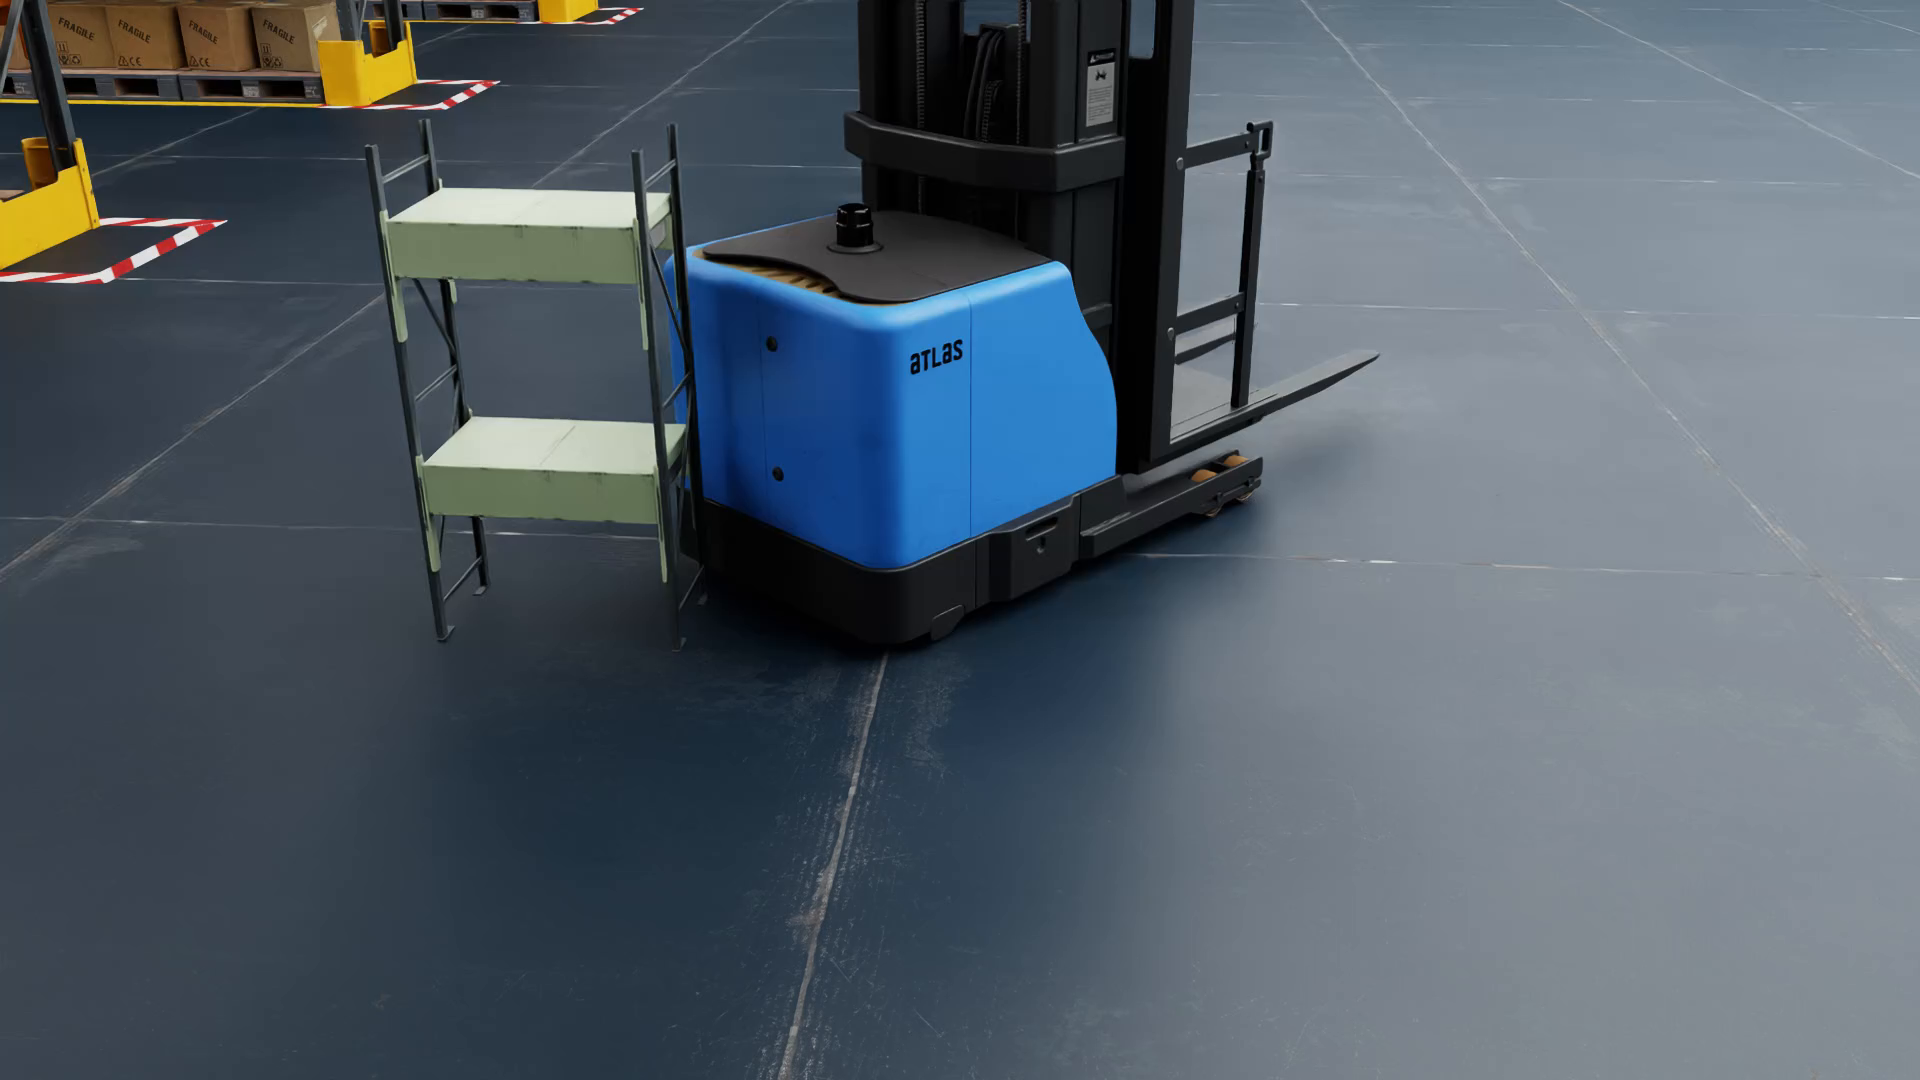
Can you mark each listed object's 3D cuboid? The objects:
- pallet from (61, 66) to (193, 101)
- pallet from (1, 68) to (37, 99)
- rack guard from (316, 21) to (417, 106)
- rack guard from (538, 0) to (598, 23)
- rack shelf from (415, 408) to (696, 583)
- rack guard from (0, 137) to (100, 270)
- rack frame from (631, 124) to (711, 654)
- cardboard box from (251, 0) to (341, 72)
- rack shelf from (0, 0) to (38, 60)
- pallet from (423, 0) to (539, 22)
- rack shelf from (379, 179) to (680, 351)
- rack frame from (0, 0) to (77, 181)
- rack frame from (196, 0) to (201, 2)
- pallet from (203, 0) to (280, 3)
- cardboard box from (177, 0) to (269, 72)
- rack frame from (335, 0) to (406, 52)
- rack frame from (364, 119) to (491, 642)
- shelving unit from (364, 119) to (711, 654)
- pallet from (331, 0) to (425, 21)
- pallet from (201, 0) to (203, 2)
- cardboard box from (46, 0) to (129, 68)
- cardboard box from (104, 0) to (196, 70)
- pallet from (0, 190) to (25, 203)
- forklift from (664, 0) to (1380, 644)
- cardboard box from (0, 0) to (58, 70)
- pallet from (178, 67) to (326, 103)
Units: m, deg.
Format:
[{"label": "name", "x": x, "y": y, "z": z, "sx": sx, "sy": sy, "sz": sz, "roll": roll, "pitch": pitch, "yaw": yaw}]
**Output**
[{"label": "pallet", "x": -6.892, "y": -3.885, "z": 13.940, "sx": 1.213, "sy": 0.211, "sz": 1.003, "roll": 2, "pitch": 25, "yaw": 4}, {"label": "pallet", "x": -8.112, "y": -3.923, "z": 14.023, "sx": 1.213, "sy": 0.211, "sz": 1.003, "roll": 2, "pitch": 25, "yaw": 4}, {"label": "rack guard", "x": -4.872, "y": -3.935, "z": 13.704, "sx": 0.348, "sy": 0.500, "sz": 1.175, "roll": 2, "pitch": 25, "yaw": 4}, {"label": "rack guard", "x": -4.291, "y": -5.996, "z": 18.183, "sx": 0.348, "sy": 0.500, "sz": 1.175, "roll": 2, "pitch": 25, "yaw": 4}, {"label": "rack shelf", "x": -1.200, "y": -0.142, "z": 5.045, "sx": 0.720, "sy": 0.370, "sz": 0.431, "roll": 2, "pitch": 25, "yaw": 5}, {"label": "rack guard", "x": -5.254, "y": -1.851, "z": 9.175, "sx": 0.348, "sy": 0.500, "sz": 1.175, "roll": 2, "pitch": 25, "yaw": 4}, {"label": "rack frame", "x": -0.836, "y": -0.423, "z": 4.875, "sx": 0.023, "sy": 1.500, "sz": 0.400, "roll": 2, "pitch": 25, "yaw": 5}, {"label": "cardboard box", "x": -5.417, "y": -4.151, "z": 13.670, "sx": 0.500, "sy": 0.500, "sz": 0.500, "roll": 6, "pitch": 25, "yaw": 14}, {"label": "rack shelf", "x": -7.169, "y": -2.741, "z": 8.980, "sx": 4.000, "sy": 0.370, "sz": 1.077, "roll": 2, "pitch": 25, "yaw": 4}, {"label": "pallet", "x": -5.119, "y": -5.859, "z": 18.230, "sx": 1.213, "sy": 0.211, "sz": 1.003, "roll": 2, "pitch": 25, "yaw": 4}, {"label": "rack shelf", "x": -1.200, "y": -0.793, "z": 4.746, "sx": 0.720, "sy": 0.370, "sz": 0.431, "roll": 2, "pitch": 25, "yaw": 5}, {"label": "rack frame", "x": -5.175, "y": -3.004, "z": 8.690, "sx": 0.127, "sy": 3.000, "sz": 1.000, "roll": 2, "pitch": 25, "yaw": 4}, {"label": "rack frame", "x": -8.304, "y": -7.260, "z": 17.940, "sx": 0.127, "sy": 3.000, "sz": 1.000, "roll": 2, "pitch": 25, "yaw": 4}, {"label": "pallet", "x": -7.551, "y": -5.937, "z": 18.399, "sx": 1.213, "sy": 0.211, "sz": 1.003, "roll": 2, "pitch": 25, "yaw": 4}, {"label": "cardboard box", "x": -6.016, "y": -4.155, "z": 13.680, "sx": 0.500, "sy": 0.500, "sz": 0.500, "roll": 8, "pitch": 26, "yaw": 18}, {"label": "rack frame", "x": -4.796, "y": -5.068, "z": 13.176, "sx": 0.127, "sy": 3.000, "sz": 1.000, "roll": 2, "pitch": 25, "yaw": 4}, {"label": "rack frame", "x": -1.564, "y": -0.454, "z": 4.943, "sx": 0.023, "sy": 1.500, "sz": 0.400, "roll": 2, "pitch": 25, "yaw": 5}, {"label": "shelving unit", "x": -1.200, "y": -0.439, "z": 4.909, "sx": 0.755, "sy": 1.500, "sz": 0.431, "roll": 2, "pitch": 25, "yaw": 5}, {"label": "pallet", "x": -6.332, "y": -5.899, "z": 18.317, "sx": 1.213, "sy": 0.211, "sz": 1.003, "roll": 2, "pitch": 25, "yaw": 4}, {"label": "pallet", "x": -9.079, "y": -5.987, "z": 18.509, "sx": 1.213, "sy": 0.211, "sz": 1.003, "roll": 2, "pitch": 25, "yaw": 4}, {"label": "cardboard box", "x": -7.192, "y": -4.220, "z": 13.820, "sx": 0.500, "sy": 0.500, "sz": 0.500, "roll": 0, "pitch": 25, "yaw": -1}, {"label": "cardboard box", "x": -6.638, "y": -4.183, "z": 13.741, "sx": 0.500, "sy": 0.500, "sz": 0.500, "roll": 4, "pitch": 25, "yaw": 9}, {"label": "pallet", "x": -6.064, "y": -1.748, "z": 9.297, "sx": 1.213, "sy": 0.211, "sz": 1.003, "roll": 2, "pitch": 25, "yaw": 4}, {"label": "forklift", "x": 0.456, "y": -1.547, "z": 5.605, "sx": 1.130, "sy": 2.935, "sz": 3.031, "roll": 22, "pitch": 33, "yaw": 39}, {"label": "cardboard box", "x": -7.817, "y": -4.207, "z": 13.792, "sx": 0.500, "sy": 0.500, "sz": 0.500, "roll": 10, "pitch": 27, "yaw": 21}, {"label": "pallet", "x": -5.679, "y": -3.845, "z": 13.853, "sx": 1.213, "sy": 0.211, "sz": 1.003, "roll": 2, "pitch": 25, "yaw": 4}]
